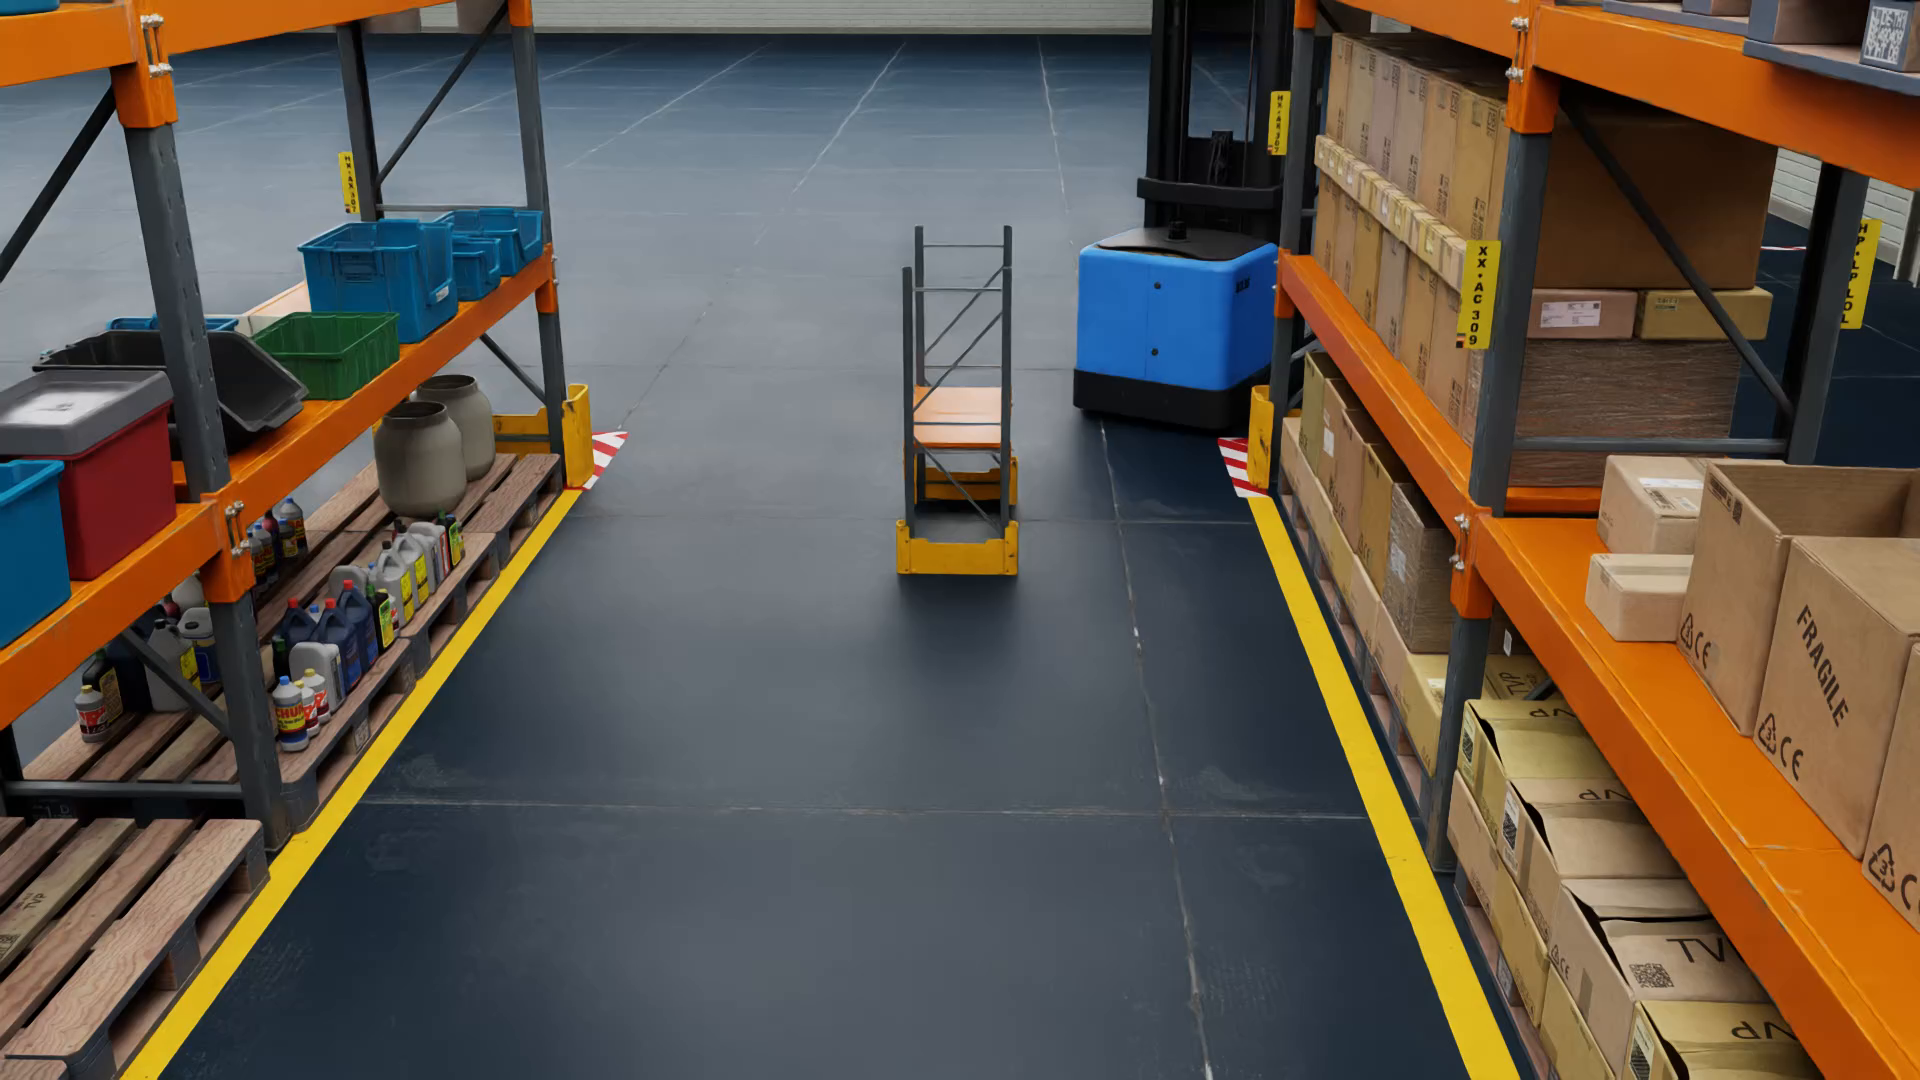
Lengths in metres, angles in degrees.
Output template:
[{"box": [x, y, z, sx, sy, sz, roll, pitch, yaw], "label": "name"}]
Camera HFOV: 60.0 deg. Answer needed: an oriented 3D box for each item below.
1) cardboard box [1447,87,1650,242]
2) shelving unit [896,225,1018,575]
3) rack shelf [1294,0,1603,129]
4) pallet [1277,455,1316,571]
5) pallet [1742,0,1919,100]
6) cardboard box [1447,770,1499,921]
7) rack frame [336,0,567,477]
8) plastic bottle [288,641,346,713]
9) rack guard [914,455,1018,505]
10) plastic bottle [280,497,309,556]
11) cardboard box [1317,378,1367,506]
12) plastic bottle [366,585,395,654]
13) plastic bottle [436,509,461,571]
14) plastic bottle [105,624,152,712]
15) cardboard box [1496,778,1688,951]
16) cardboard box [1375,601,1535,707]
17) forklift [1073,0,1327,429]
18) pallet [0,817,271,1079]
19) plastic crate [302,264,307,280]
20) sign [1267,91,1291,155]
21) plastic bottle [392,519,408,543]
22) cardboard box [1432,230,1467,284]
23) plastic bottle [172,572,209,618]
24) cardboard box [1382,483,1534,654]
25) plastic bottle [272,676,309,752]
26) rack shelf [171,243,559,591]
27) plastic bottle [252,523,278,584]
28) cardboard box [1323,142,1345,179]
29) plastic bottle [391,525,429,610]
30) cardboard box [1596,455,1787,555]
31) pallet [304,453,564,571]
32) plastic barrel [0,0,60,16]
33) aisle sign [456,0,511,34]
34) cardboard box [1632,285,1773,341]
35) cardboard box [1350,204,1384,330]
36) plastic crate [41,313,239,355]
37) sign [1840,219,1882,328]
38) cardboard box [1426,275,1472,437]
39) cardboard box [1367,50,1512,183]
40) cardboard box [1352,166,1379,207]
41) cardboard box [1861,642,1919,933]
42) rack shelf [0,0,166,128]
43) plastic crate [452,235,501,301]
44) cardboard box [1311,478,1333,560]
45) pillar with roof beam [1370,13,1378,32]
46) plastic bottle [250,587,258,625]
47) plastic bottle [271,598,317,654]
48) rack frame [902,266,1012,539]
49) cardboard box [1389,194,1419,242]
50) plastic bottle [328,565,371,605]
[{"box": [2.121, -1.280, 5.749, 0.700, 0.500, 0.500, 1, 21, 1], "label": "cardboard box"}, {"box": [0.002, -0.727, 8.329, 0.587, 1.500, 1.083, 1, 21, 2], "label": "shelving unit"}, {"box": [2.161, -2.071, 6.568, 1.077, 0.370, 4.000, 1, 21, 2], "label": "rack shelf"}, {"box": [2.240, -0.154, 8.635, 1.003, 0.211, 1.213, 1, 21, 2], "label": "pallet"}, {"box": [1.941, -0.800, 2.558, 1.003, 0.211, 1.213, 2, 21, 4], "label": "pallet"}, {"box": [1.840, 0.944, 5.170, 0.500, 0.250, 0.500, 0, 21, 0], "label": "cardboard box"}, {"box": [-2.729, -1.787, 8.988, 1.000, 3.000, 0.127, 1, 21, 2], "label": "rack frame"}, {"box": [-2.420, 0.496, 6.261, 0.152, 0.276, 0.135, 1, 21, 4], "label": "plastic bottle"}, {"box": [0.017, -0.324, 9.019, 0.587, 0.250, 0.087, 1, 21, 2], "label": "rack guard"}, {"box": [-3.096, -0.068, 7.722, 0.097, 0.271, 0.097, 0, 21, 0], "label": "plastic bottle"}, {"box": [1.968, -0.442, 7.705, 0.500, 0.500, 0.500, 1, 21, 2], "label": "cardboard box"}, {"box": [-2.359, 0.306, 6.742, 0.061, 0.283, 0.133, 2, 21, 4], "label": "plastic bottle"}, {"box": [-2.332, -0.015, 7.567, 0.061, 0.283, 0.133, 1, 21, 3], "label": "plastic bottle"}, {"box": [-3.119, 0.453, 6.269, 0.144, 0.351, 0.185, 0, 21, 0], "label": "plastic bottle"}, {"box": [1.818, 0.867, 4.593, 0.500, 0.311, 0.500, 0, 21, 1], "label": "cardboard box"}, {"box": [1.921, 0.450, 6.442, 0.500, 0.250, 0.500, 1, 21, 2], "label": "cardboard box"}, {"box": [1.904, -2.520, 10.973, 1.130, 2.935, 3.031, 12, 24, 29], "label": "forklift"}, {"box": [-2.836, 1.243, 5.033, 1.003, 0.211, 1.213, 1, 21, 2], "label": "pallet"}, {"box": [-3.078, -1.344, 8.211, 0.298, 0.136, 0.250, 1, 21, 2], "label": "plastic crate"}, {"box": [1.667, -2.180, 8.695, 0.100, 0.325, 0.005, 1, 21, 2], "label": "sign"}, {"box": [-2.488, 0.033, 7.445, 0.061, 0.283, 0.133, 1, 21, 2], "label": "plastic bottle"}, {"box": [1.916, -1.014, 5.960, 0.380, 0.149, 0.250, 1, 21, 2], "label": "cardboard box"}, {"box": [-3.104, 0.267, 6.749, 0.144, 0.351, 0.185, 1, 21, 1], "label": "plastic bottle"}, {"box": [1.923, 0.101, 6.307, 0.500, 0.500, 0.500, 1, 21, 2], "label": "cardboard box"}, {"box": [-2.403, 0.615, 5.959, 0.097, 0.271, 0.097, 0, 21, 0], "label": "plastic bottle"}, {"box": [-2.790, -0.729, 7.255, 1.077, 0.370, 4.000, 1, 21, 2], "label": "rack shelf"}, {"box": [-3.106, 0.056, 7.402, 0.097, 0.271, 0.097, 0, 21, 0], "label": "plastic bottle"}, {"box": [1.989, -1.845, 8.103, 0.380, 0.149, 0.250, 0, 21, 0], "label": "cardboard box"}, {"box": [-2.387, 0.112, 7.146, 0.144, 0.351, 0.185, 2, 21, 4], "label": "plastic bottle"}, {"box": [2.129, -0.037, 4.684, 0.500, 0.250, 0.500, 2, 21, 5], "label": "cardboard box"}, {"box": [-2.714, -0.166, 8.664, 1.003, 0.211, 1.213, 1, 21, 2], "label": "pallet"}, {"box": [-2.649, -1.787, 4.148, 0.600, 0.901, 0.708, 1, 21, 2], "label": "plastic barrel"}, {"box": [-2.430, -3.022, 8.577, 0.394, 0.787, 0.004, 1, 21, 2], "label": "aisle sign"}, {"box": [2.302, -0.729, 5.227, 0.380, 0.149, 0.250, 1, 21, 2], "label": "cardboard box"}, {"box": [2.163, -1.240, 7.440, 0.700, 0.500, 0.500, 1, 21, 2], "label": "cardboard box"}, {"box": [-3.088, -0.675, 6.327, 0.499, 0.251, 0.616, 1, 21, 2], "label": "plastic crate"}, {"box": [2.643, -0.786, 4.916, 0.100, 0.325, 0.005, 1, 21, 2], "label": "sign"}, {"box": [2.117, -0.683, 6.004, 0.700, 0.500, 0.500, 0, 21, 1], "label": "cardboard box"}, {"box": [2.168, -1.823, 7.148, 0.700, 0.500, 0.500, 1, 21, 2], "label": "cardboard box"}, {"box": [1.965, -1.568, 7.387, 0.380, 0.149, 0.250, 0, 21, 0], "label": "cardboard box"}, {"box": [2.013, 0.508, 2.936, 0.500, 0.500, 0.500, 0, 21, -1], "label": "cardboard box"}, {"box": [-2.912, -0.681, 2.985, 1.077, 0.370, 4.000, 1, 21, 2], "label": "rack shelf"}, {"box": [-2.471, -1.299, 7.935, 0.499, 0.251, 0.408, 1, 21, 2], "label": "plastic crate"}, {"box": [1.956, -0.092, 7.841, 0.500, 0.250, 0.500, 1, 21, 2], "label": "cardboard box"}, {"box": [4.626, -15.107, 35.023, 9.100, 9.000, 0.400, 1, 21, 2], "label": "pillar with roof beam"}, {"box": [-2.988, 0.240, 6.910, 0.061, 0.283, 0.133, 1, 21, 2], "label": "plastic bottle"}, {"box": [-2.556, 0.400, 6.405, 0.144, 0.351, 0.185, 1, 21, 2], "label": "plastic bottle"}, {"box": [-0.013, -0.546, 7.863, 0.500, 1.500, 0.032, 1, 21, 2], "label": "rack frame"}, {"box": [1.940, -1.290, 6.672, 0.380, 0.149, 0.250, 1, 21, 3], "label": "cardboard box"}, {"box": [-2.542, 0.222, 6.967, 0.152, 0.276, 0.135, 1, 21, 2], "label": "plastic bottle"}]
